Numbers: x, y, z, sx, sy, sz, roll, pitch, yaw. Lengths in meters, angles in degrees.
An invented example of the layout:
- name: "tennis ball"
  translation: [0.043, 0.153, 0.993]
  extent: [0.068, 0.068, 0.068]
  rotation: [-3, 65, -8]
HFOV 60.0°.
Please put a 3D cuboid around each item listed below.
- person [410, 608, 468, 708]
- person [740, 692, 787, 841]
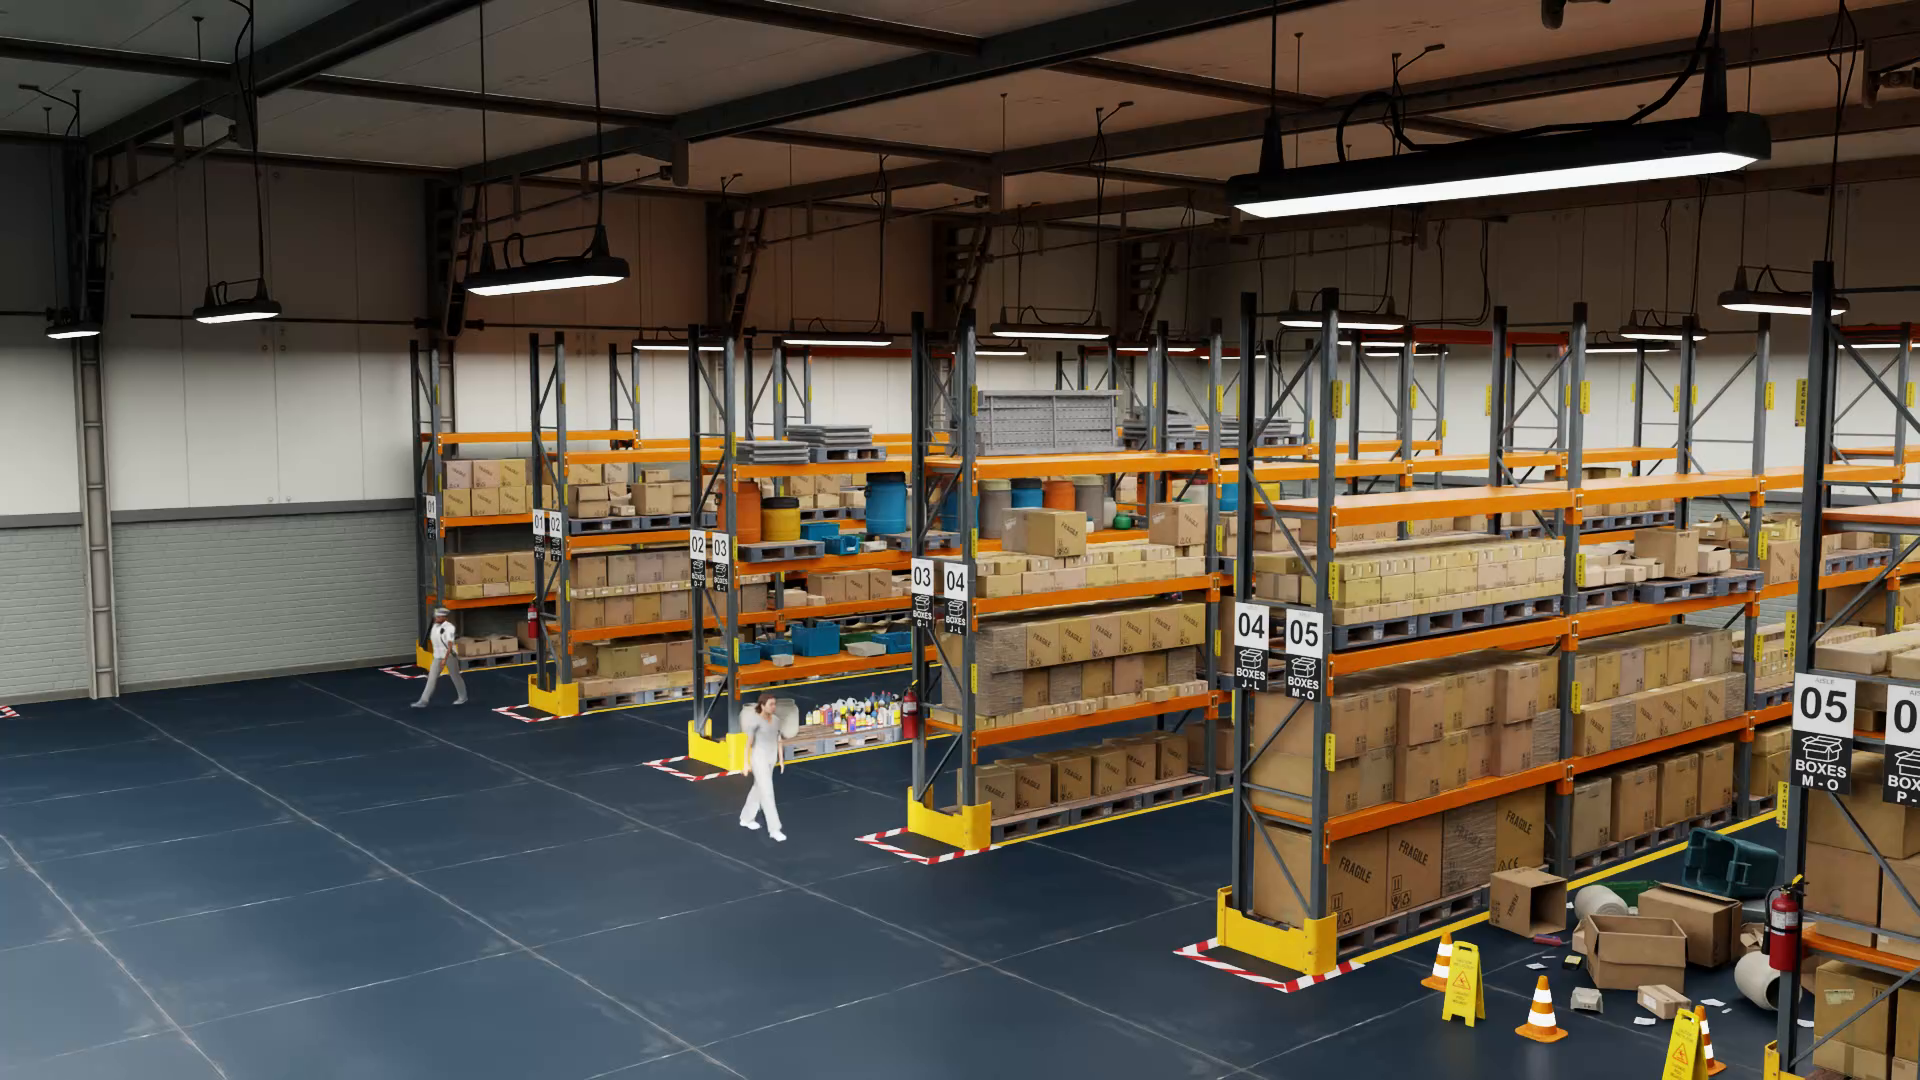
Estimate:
- name: "person"
  translation: [-8.299, 1.879, 26.568]
  extent: [0.477, 1.609, 1.047]
  rotation: [2, 6, 19]
- name: "person"
  translation: [-2.222, 2.562, 19.129]
  extent: [0.888, 1.624, 0.495]
  rotation: [4, 6, 33]
